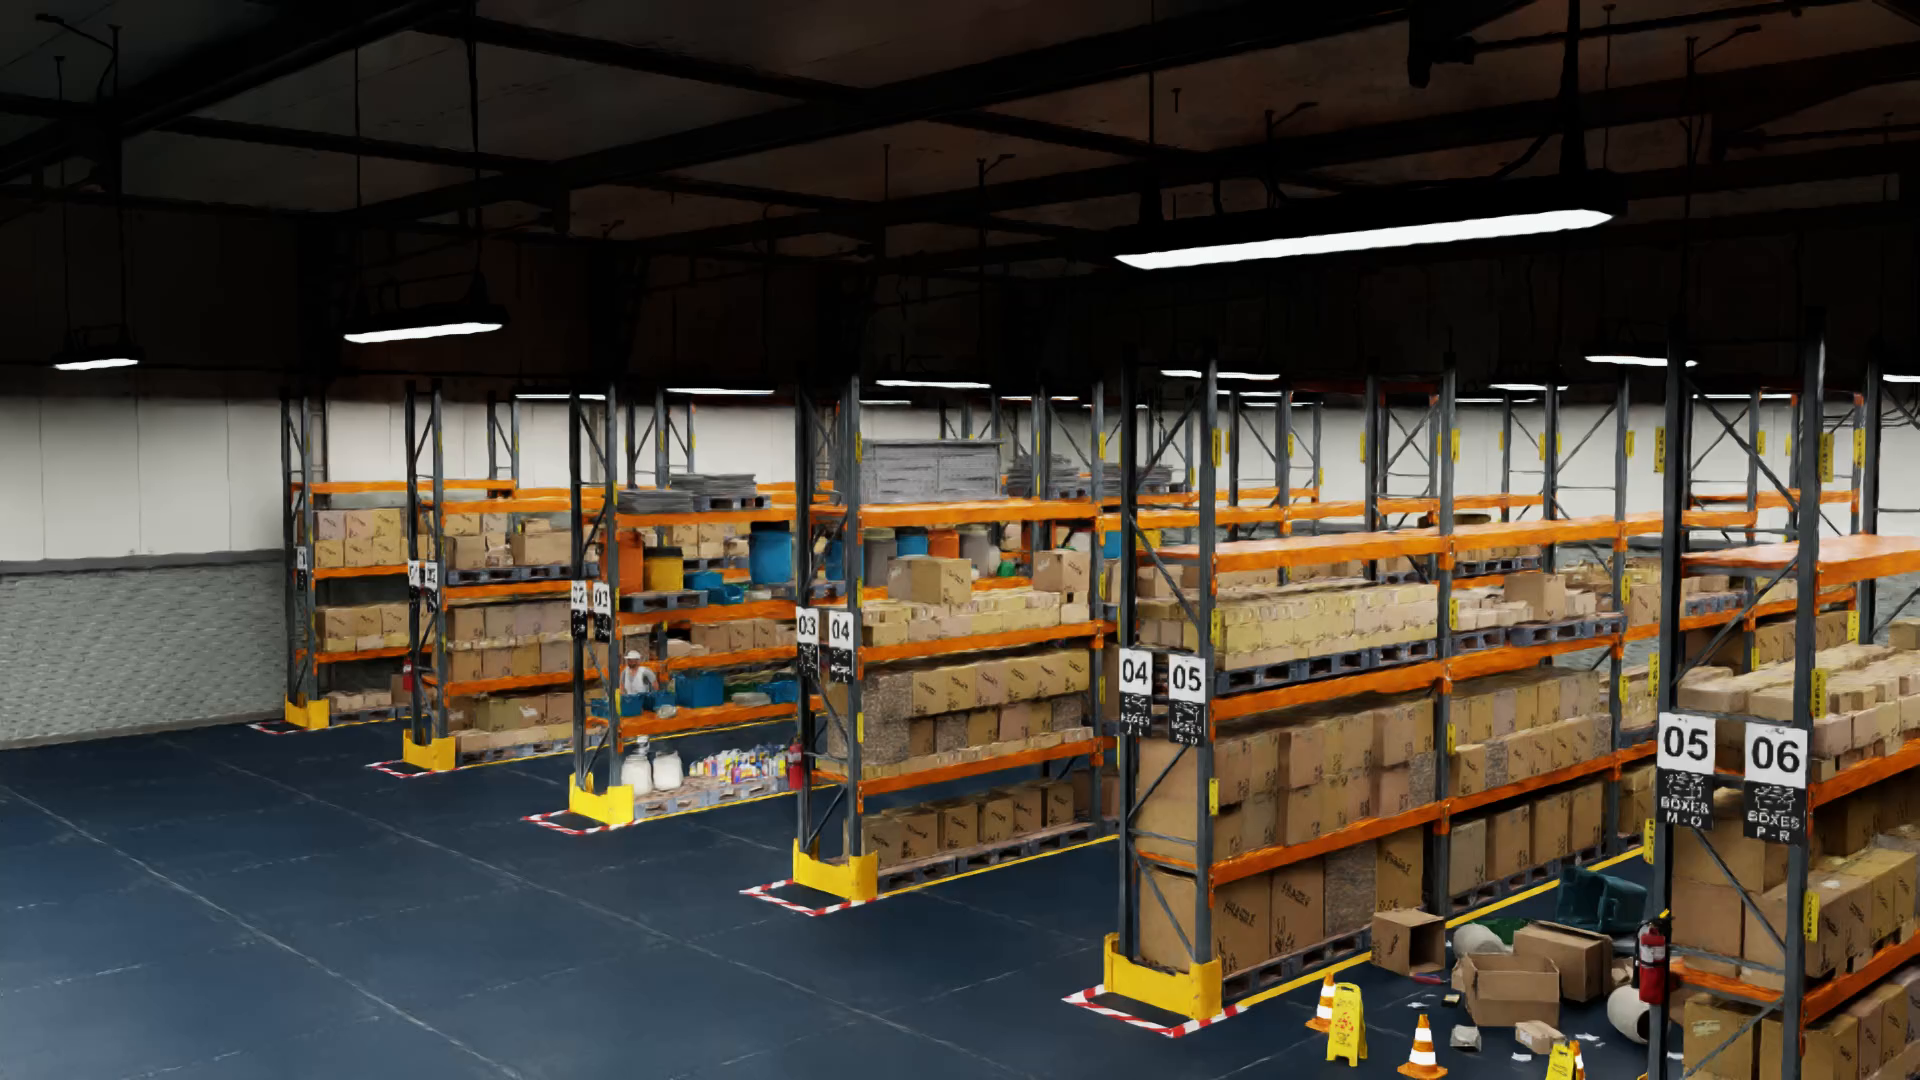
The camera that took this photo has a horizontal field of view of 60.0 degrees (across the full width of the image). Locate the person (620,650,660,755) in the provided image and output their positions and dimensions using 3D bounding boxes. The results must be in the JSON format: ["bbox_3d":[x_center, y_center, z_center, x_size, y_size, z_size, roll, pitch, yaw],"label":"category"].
[{"bbox_3d":[-5.122,2.597,26.554,0.683,1.718,0.811,2,4,28],"label":"person"}]
